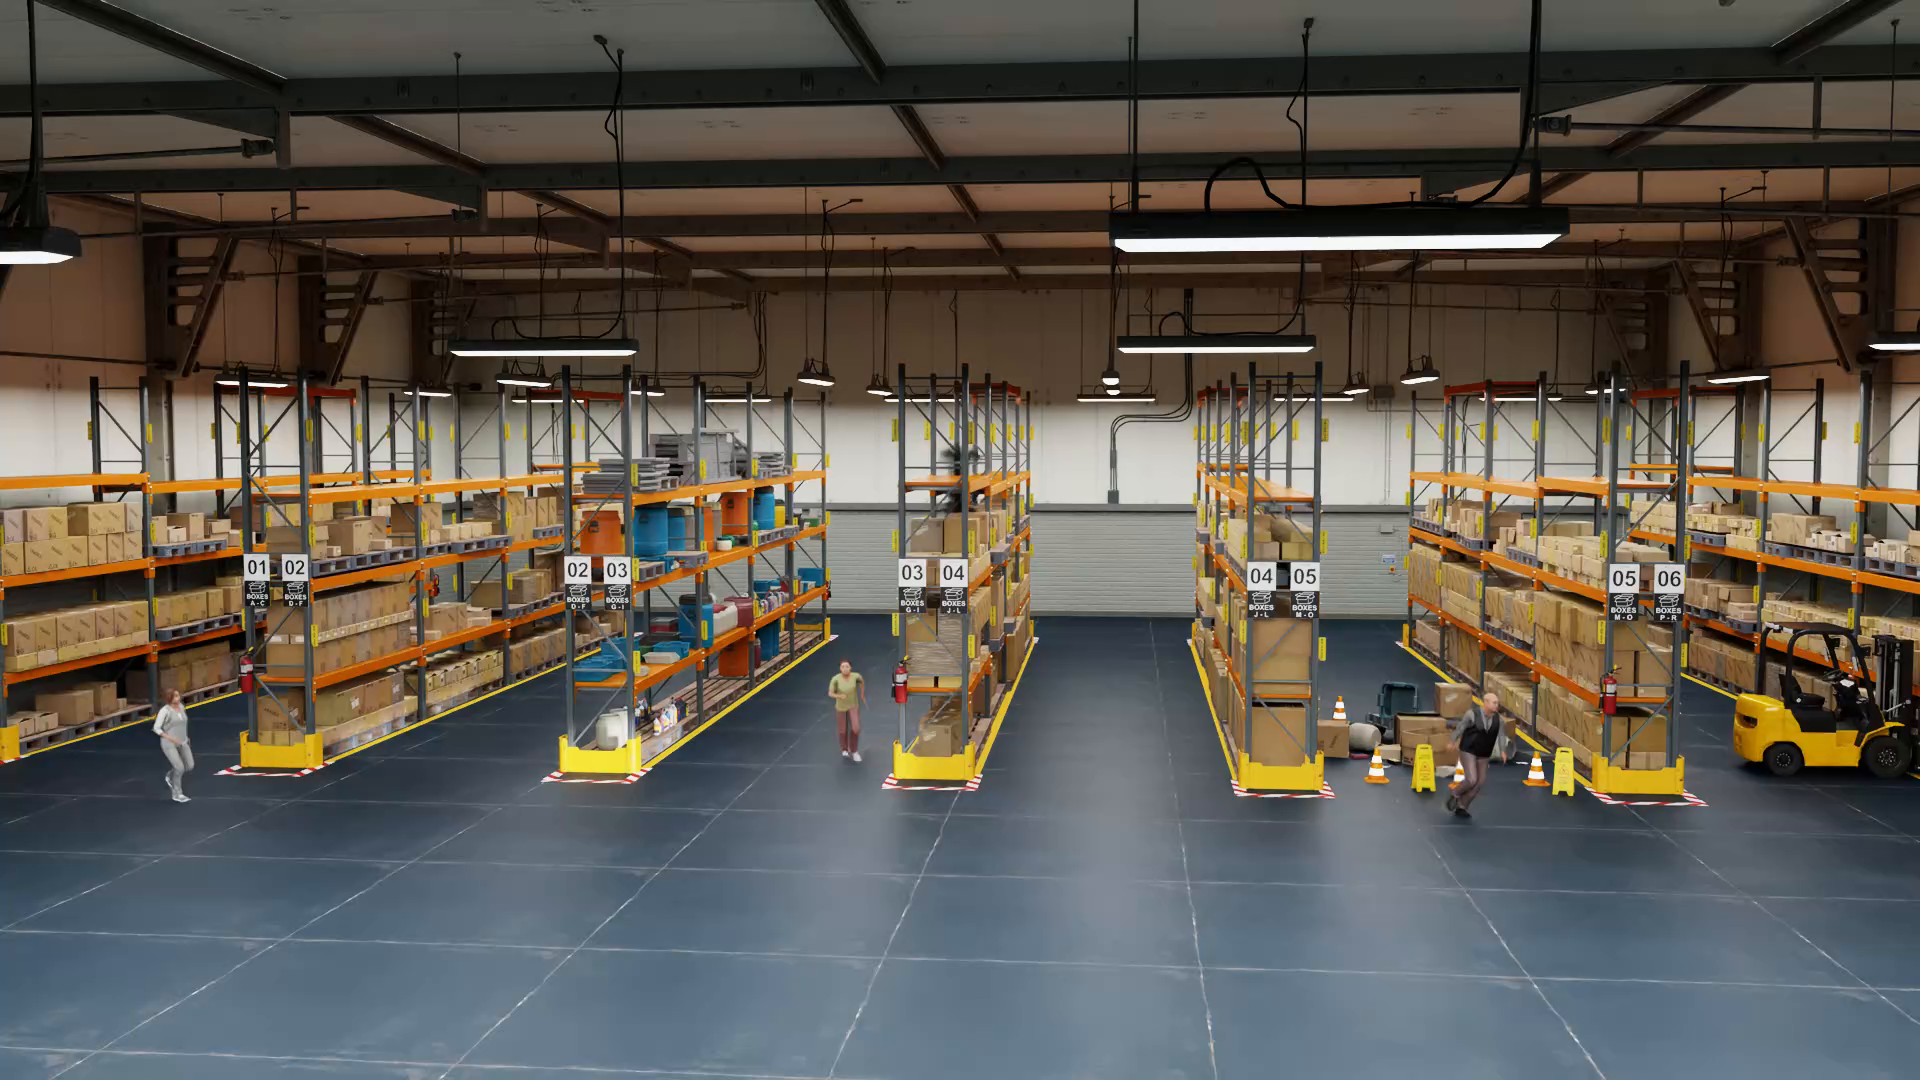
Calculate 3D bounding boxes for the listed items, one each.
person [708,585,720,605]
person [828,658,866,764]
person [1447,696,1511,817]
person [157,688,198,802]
[{"bbox_3d":[-5.763,1.773,37.924,0.584,1.578,0.868,0,4,-1],"label":"person"},{"bbox_3d":[-1.717,2.590,25.296,0.577,1.606,0.920,0,4,-5],"label":"person"},{"bbox_3d":[6.764,2.801,21.536,0.666,1.621,0.838,-1,4,-16],"label":"person"},{"bbox_3d":[-10.609,2.780,22.529,0.537,1.562,0.554,2,4,25],"label":"person"}]
